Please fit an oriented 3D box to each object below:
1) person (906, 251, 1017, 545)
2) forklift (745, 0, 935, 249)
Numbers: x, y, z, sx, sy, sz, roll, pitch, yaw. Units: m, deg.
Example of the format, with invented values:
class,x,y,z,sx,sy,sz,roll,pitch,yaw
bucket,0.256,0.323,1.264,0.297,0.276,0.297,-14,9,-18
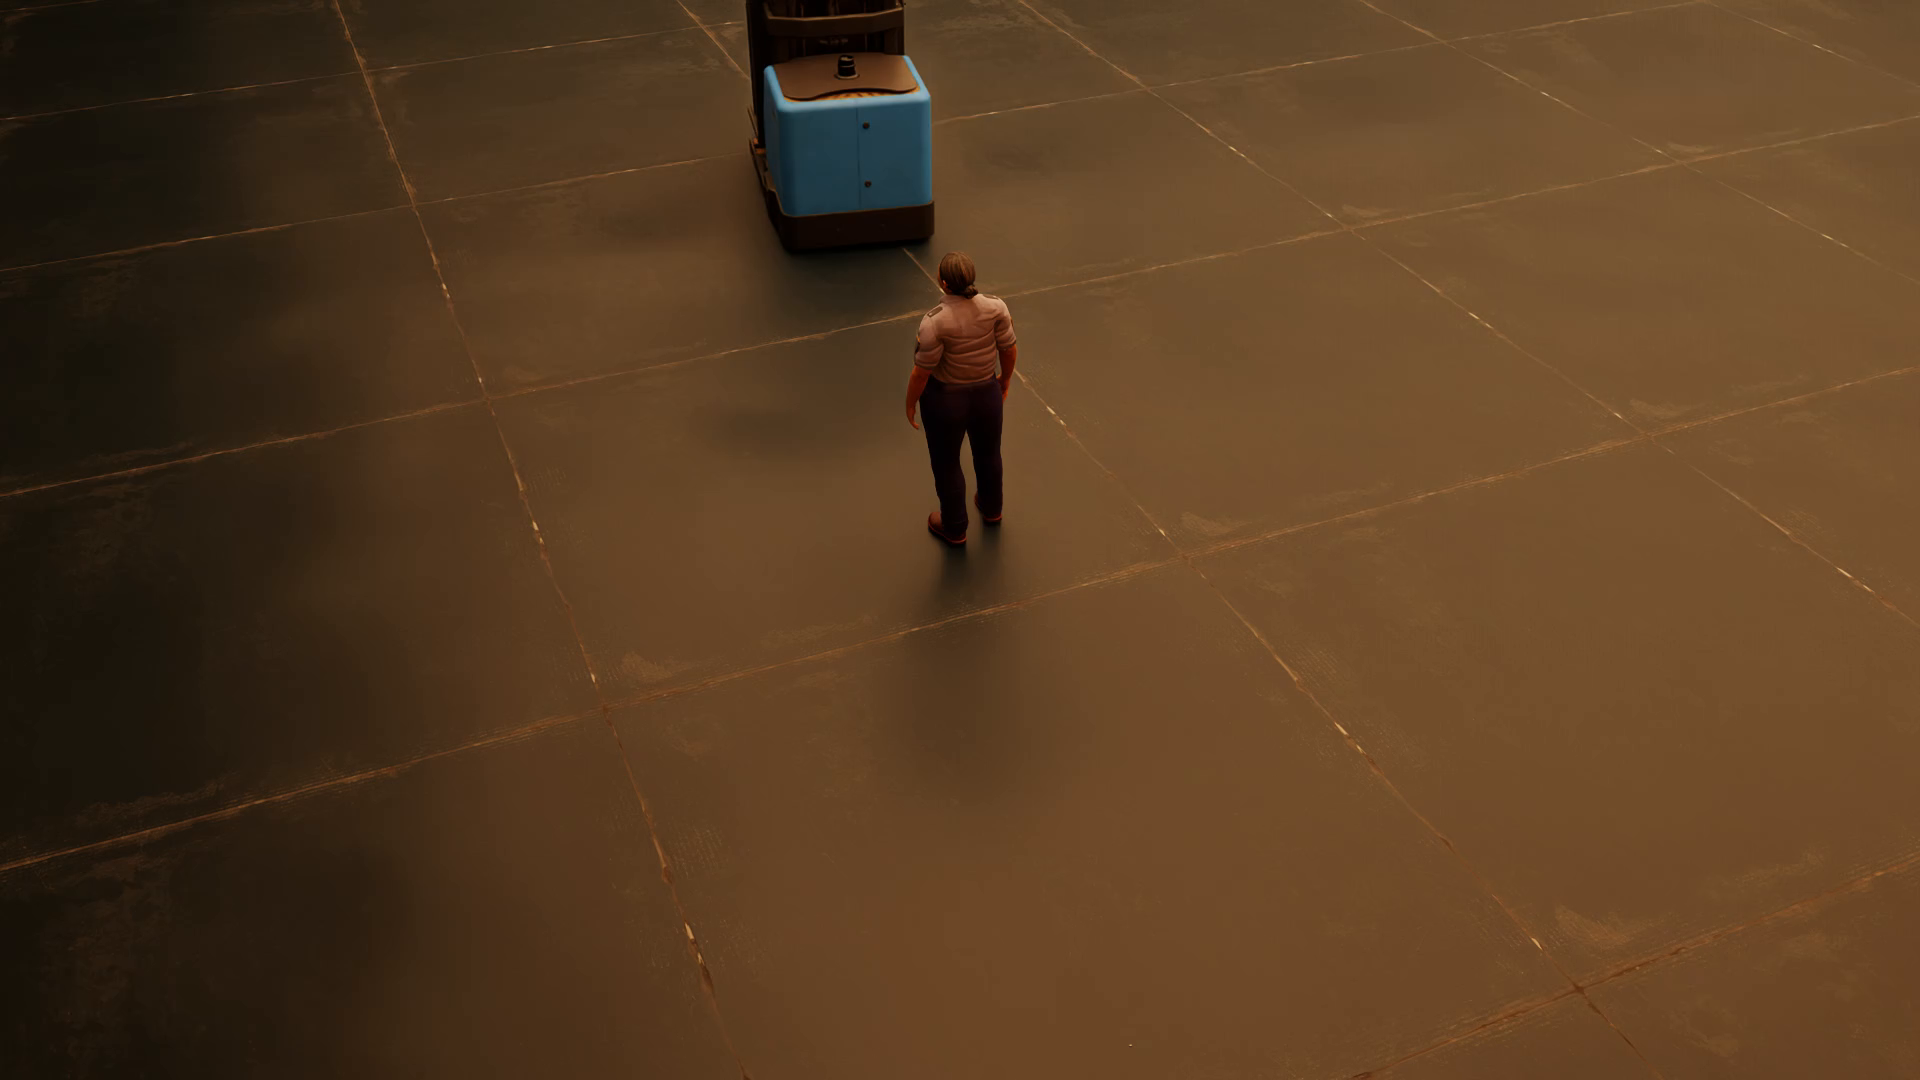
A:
class,x,y,z,sx,sy,sz,roll,pitch,yaw
person,-0.014,-0.730,8.221,0.598,1.651,0.502,-14,38,-19
forklift,-0.990,-4.015,11.745,1.130,2.935,3.031,-7,36,-10
